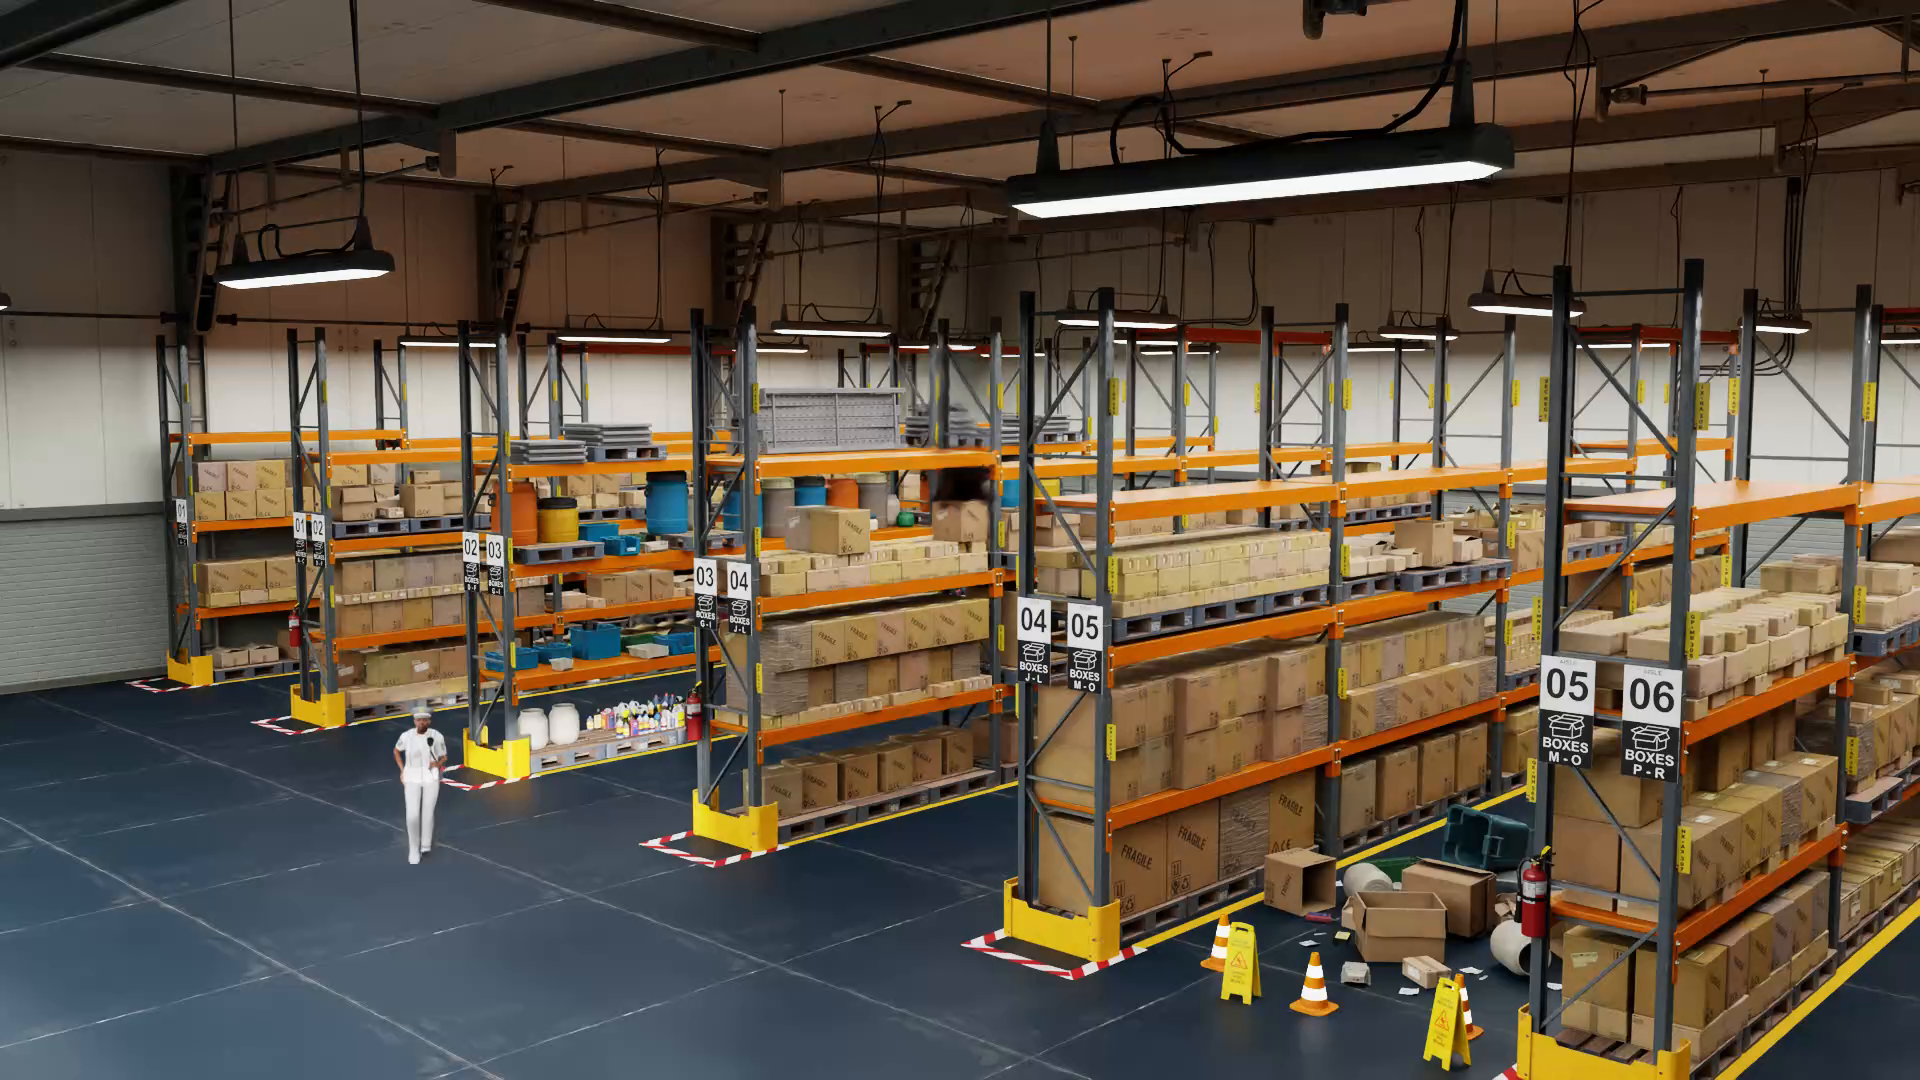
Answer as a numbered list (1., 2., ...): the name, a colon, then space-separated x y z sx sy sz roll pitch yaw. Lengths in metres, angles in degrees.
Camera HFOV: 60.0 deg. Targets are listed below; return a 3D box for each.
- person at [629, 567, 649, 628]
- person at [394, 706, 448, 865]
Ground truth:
1. person: -6.156 1.341 32.037 0.609 1.667 0.585 5 7 43
2. person: -5.827 2.647 18.006 0.551 1.733 0.704 -2 6 -19
